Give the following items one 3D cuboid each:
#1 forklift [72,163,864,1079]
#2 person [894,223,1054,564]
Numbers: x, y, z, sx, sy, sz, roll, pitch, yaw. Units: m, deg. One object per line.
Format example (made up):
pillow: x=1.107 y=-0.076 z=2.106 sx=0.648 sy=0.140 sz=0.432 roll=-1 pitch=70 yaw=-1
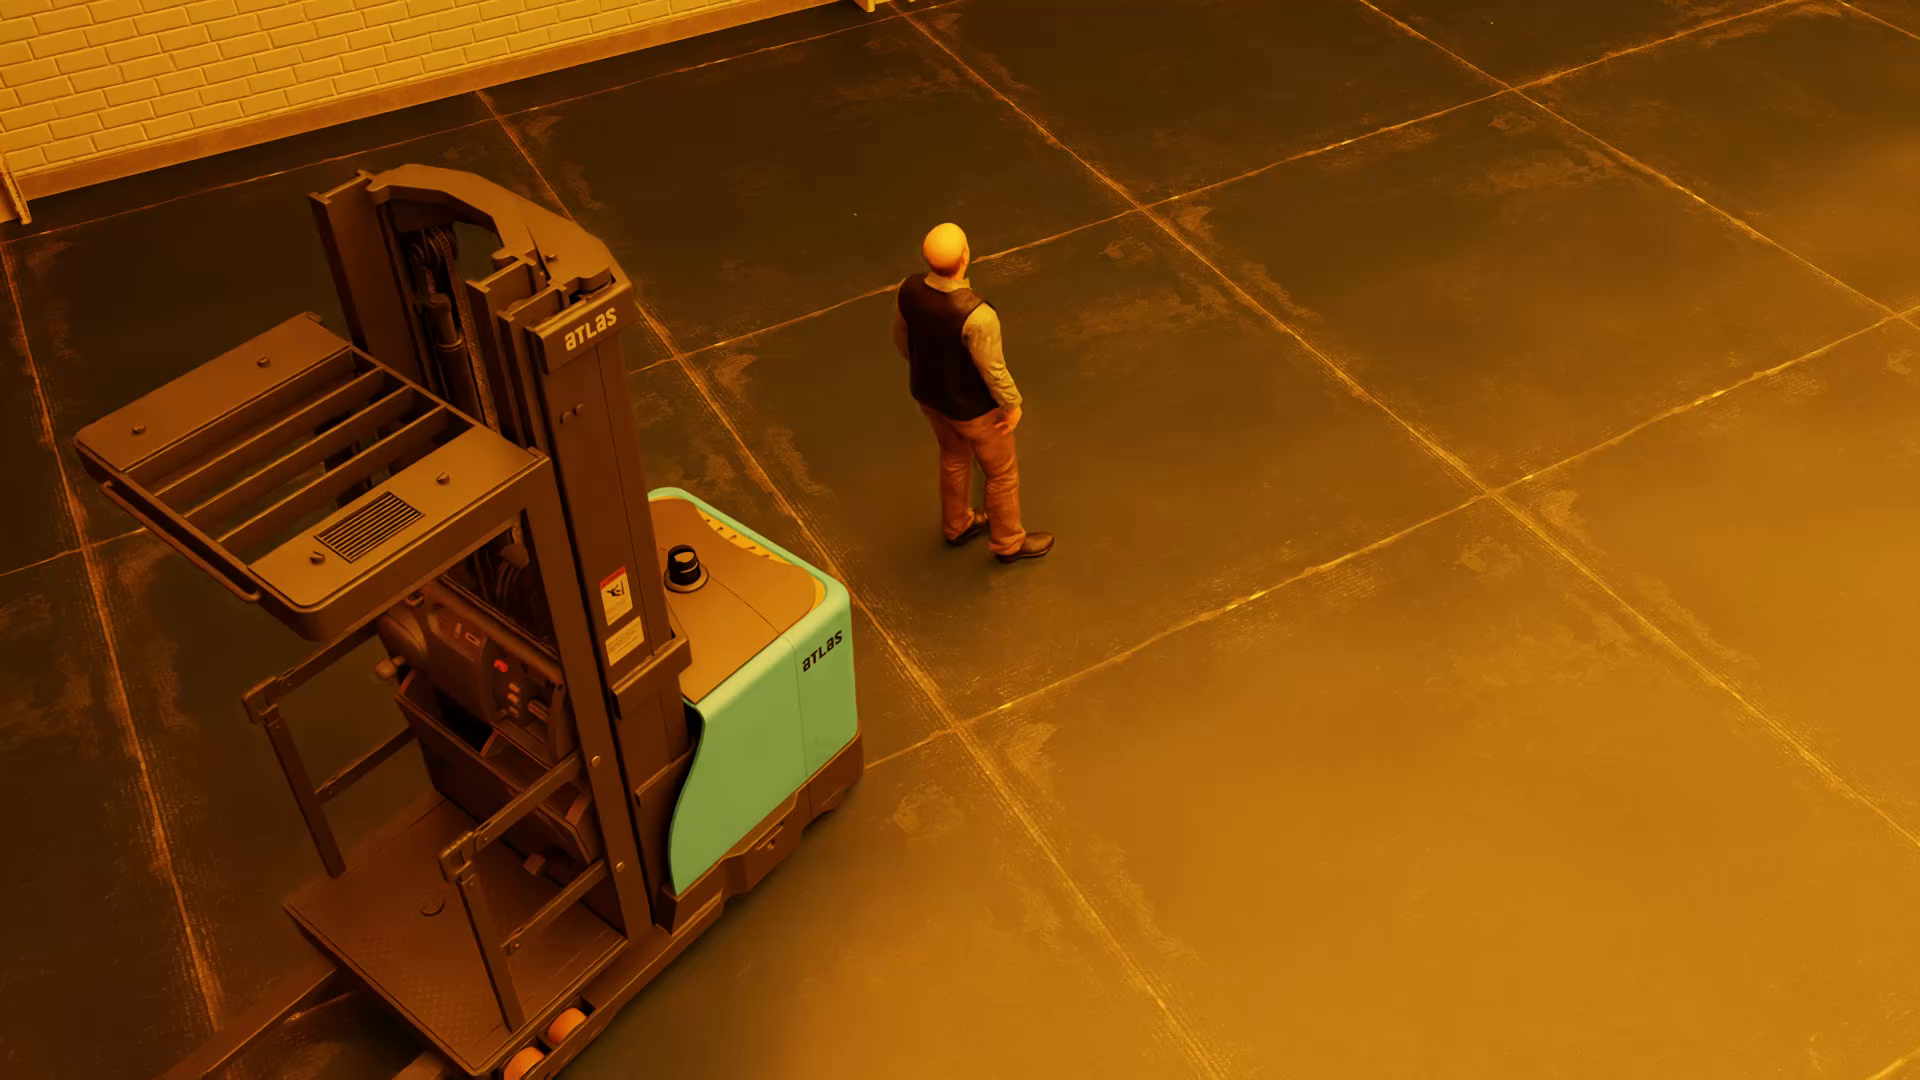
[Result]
forklift: x=-1.706 y=0.463 z=5.198 sx=1.130 sy=2.935 sz=3.031 roll=29 pitch=50 yaw=27
person: x=0.042 y=-0.640 z=7.281 sx=0.698 sy=1.719 sz=0.476 roll=30 pitch=51 yaw=28
